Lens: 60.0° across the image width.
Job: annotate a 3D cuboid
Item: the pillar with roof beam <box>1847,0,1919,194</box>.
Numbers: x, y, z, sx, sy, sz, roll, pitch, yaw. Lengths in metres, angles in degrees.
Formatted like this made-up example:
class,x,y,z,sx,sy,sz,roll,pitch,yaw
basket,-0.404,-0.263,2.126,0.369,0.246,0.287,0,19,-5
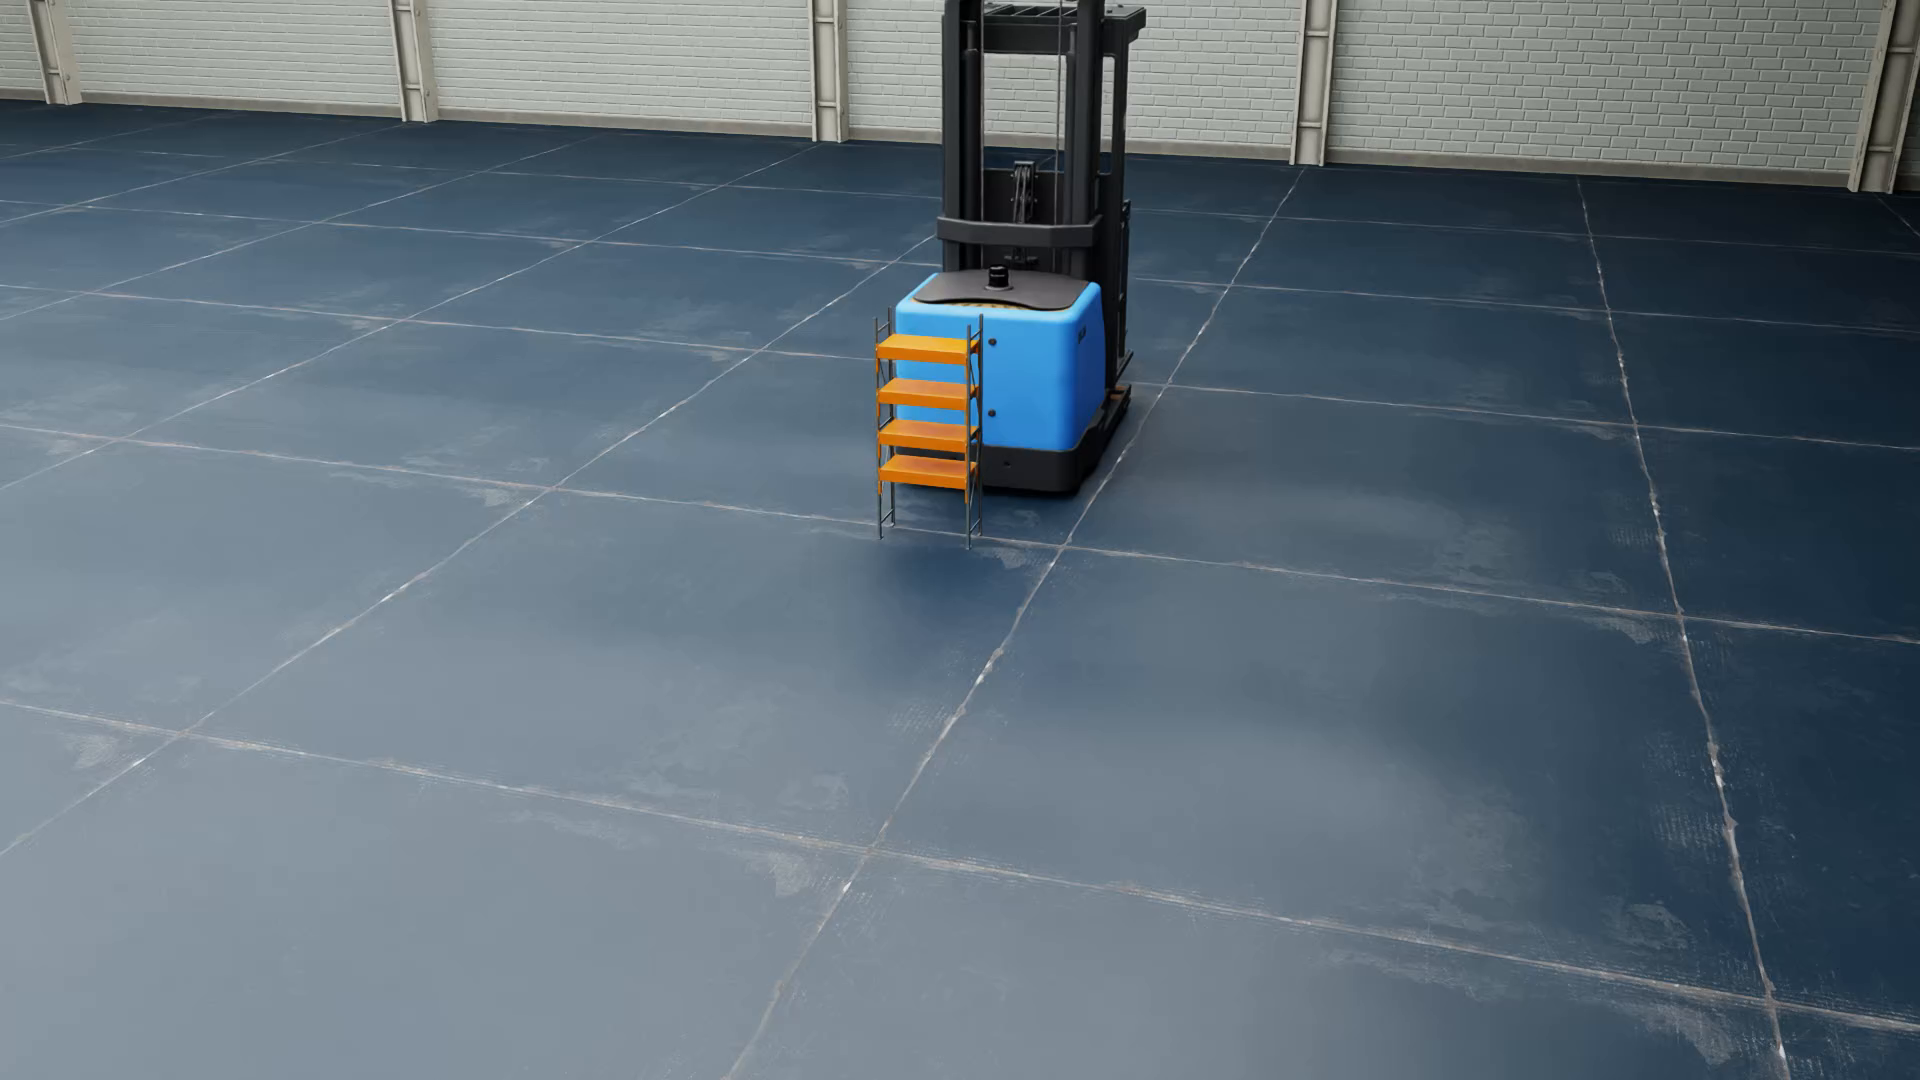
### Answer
class,x,y,z,sx,sy,sz,roll,pitch,yaw
pillar with roof beam,8.601,-6.384,12.475,0.400,9.000,9.100,7,23,16

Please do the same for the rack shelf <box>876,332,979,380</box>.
class,x,y,z,sx,sy,sz,roll,pitch,yaw
rack shelf,-0.158,-0.937,8.437,0.480,0.148,0.258,7,23,16

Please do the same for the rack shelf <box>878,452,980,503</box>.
class,x,y,z,sx,sy,sz,roll,pitch,yaw
rack shelf,-0.158,-0.327,8.687,0.480,0.148,0.258,7,23,16

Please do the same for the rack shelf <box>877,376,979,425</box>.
class,x,y,z,sx,sy,sz,roll,pitch,yaw
rack shelf,-0.158,-0.718,8.527,0.480,0.148,0.258,7,23,16

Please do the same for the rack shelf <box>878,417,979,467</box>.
class,x,y,z,sx,sy,sz,roll,pitch,yaw
rack shelf,-0.158,-0.511,8.612,0.480,0.148,0.258,7,23,16

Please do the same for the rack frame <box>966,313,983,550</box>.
class,x,y,z,sx,sy,sz,roll,pitch,yaw
rack frame,0.075,-0.547,8.521,0.015,1.200,0.240,7,23,16

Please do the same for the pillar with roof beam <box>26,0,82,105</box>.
class,x,y,z,sx,sy,sz,roll,pitch,yaw
pillar with roof beam,-14.376,-9.015,18.889,0.400,9.000,9.100,7,23,16

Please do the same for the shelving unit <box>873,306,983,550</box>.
class,x,y,z,sx,sy,sz,roll,pitch,yaw
shelving unit,-0.158,-0.573,8.587,0.503,1.200,0.258,7,23,16

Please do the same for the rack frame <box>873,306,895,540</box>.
class,x,y,z,sx,sy,sz,roll,pitch,yaw
rack frame,-0.392,-0.600,8.652,0.015,1.200,0.240,7,23,16

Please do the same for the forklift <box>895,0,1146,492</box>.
class,x,y,z,sx,sy,sz,roll,pitch,yaw
forklift,0.492,-2.152,10.155,1.130,2.935,3.031,6,23,13

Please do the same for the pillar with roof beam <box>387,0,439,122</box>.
class,x,y,z,sx,sy,sz,roll,pitch,yaw
pillar with roof beam,-8.632,-8.357,17.286,0.400,9.000,9.100,7,23,16

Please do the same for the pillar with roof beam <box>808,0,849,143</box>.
class,x,y,z,sx,sy,sz,roll,pitch,yaw
pillar with roof beam,-2.888,-7.699,15.682,0.400,9.000,9.100,7,23,16

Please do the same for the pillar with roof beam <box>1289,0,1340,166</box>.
class,x,y,z,sx,sy,sz,roll,pitch,yaw
pillar with roof beam,2.856,-7.042,14.079,0.400,9.000,9.100,7,23,16
